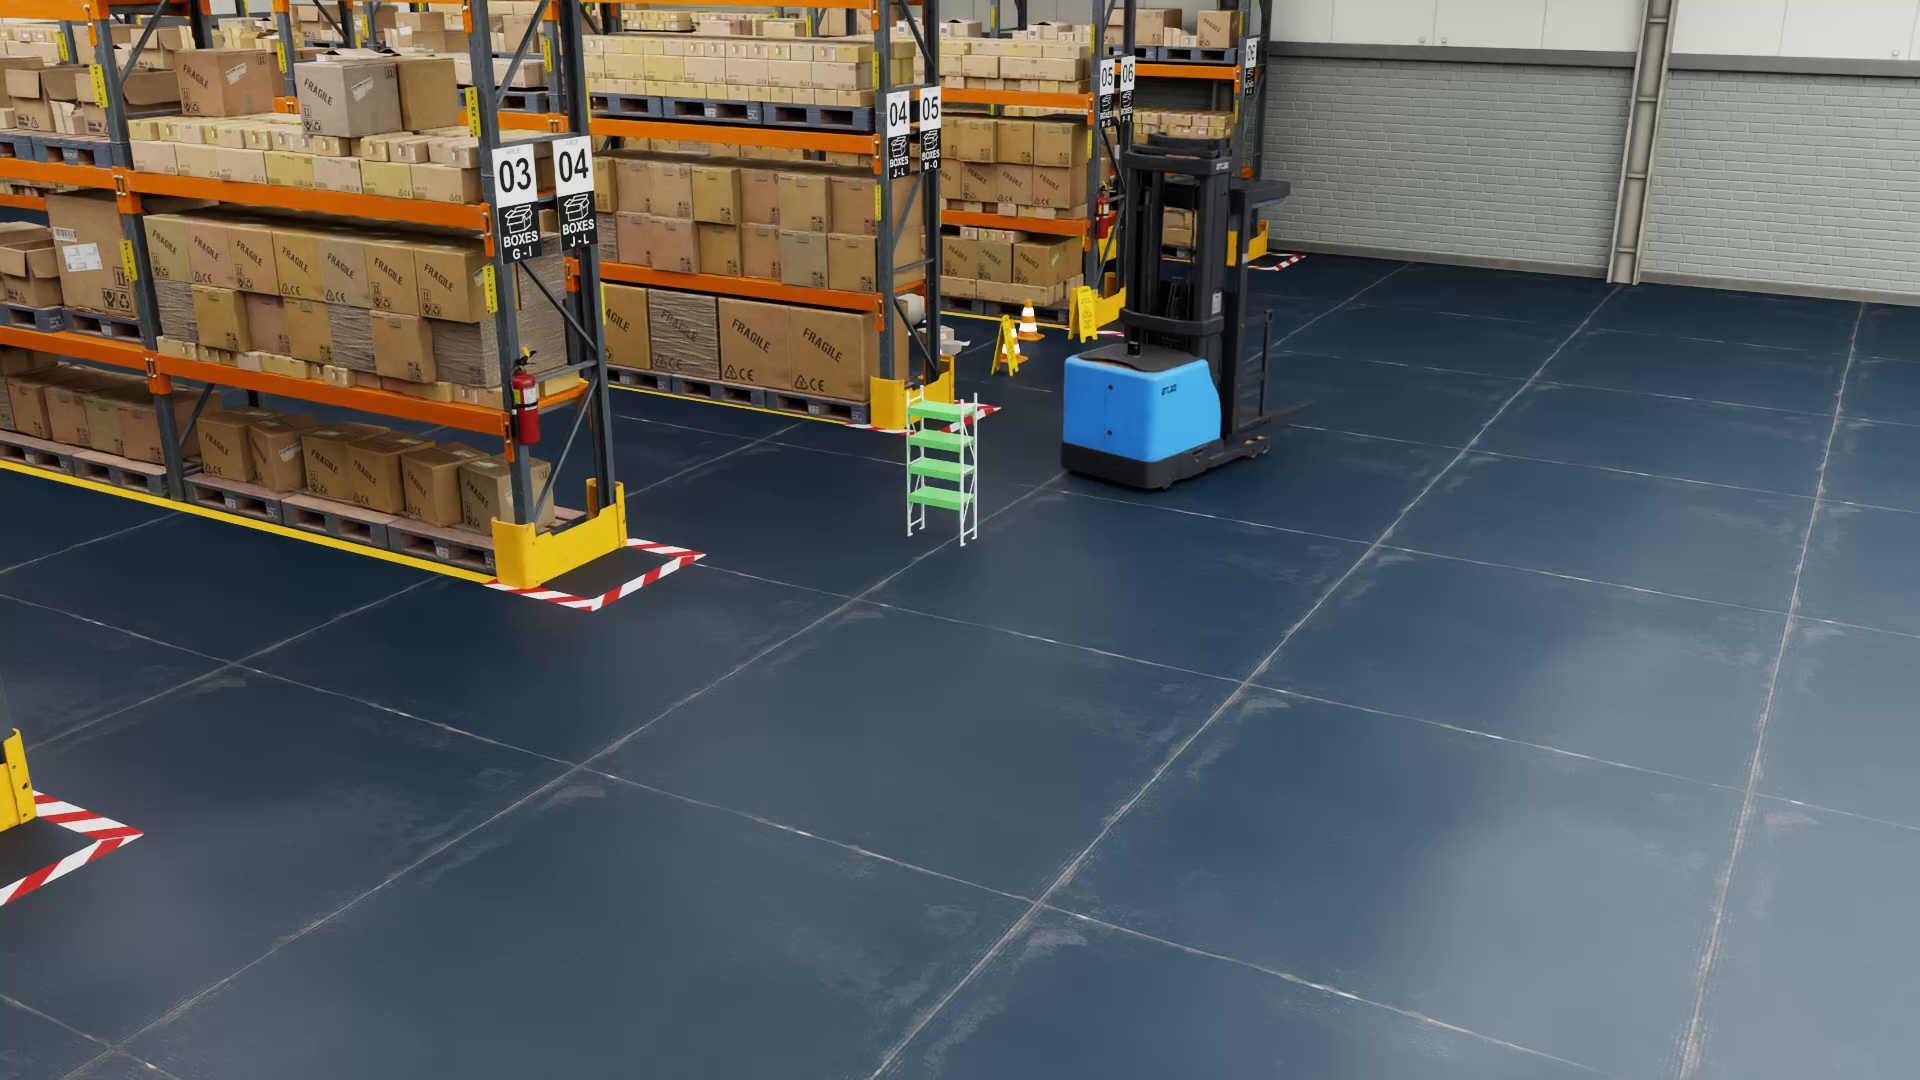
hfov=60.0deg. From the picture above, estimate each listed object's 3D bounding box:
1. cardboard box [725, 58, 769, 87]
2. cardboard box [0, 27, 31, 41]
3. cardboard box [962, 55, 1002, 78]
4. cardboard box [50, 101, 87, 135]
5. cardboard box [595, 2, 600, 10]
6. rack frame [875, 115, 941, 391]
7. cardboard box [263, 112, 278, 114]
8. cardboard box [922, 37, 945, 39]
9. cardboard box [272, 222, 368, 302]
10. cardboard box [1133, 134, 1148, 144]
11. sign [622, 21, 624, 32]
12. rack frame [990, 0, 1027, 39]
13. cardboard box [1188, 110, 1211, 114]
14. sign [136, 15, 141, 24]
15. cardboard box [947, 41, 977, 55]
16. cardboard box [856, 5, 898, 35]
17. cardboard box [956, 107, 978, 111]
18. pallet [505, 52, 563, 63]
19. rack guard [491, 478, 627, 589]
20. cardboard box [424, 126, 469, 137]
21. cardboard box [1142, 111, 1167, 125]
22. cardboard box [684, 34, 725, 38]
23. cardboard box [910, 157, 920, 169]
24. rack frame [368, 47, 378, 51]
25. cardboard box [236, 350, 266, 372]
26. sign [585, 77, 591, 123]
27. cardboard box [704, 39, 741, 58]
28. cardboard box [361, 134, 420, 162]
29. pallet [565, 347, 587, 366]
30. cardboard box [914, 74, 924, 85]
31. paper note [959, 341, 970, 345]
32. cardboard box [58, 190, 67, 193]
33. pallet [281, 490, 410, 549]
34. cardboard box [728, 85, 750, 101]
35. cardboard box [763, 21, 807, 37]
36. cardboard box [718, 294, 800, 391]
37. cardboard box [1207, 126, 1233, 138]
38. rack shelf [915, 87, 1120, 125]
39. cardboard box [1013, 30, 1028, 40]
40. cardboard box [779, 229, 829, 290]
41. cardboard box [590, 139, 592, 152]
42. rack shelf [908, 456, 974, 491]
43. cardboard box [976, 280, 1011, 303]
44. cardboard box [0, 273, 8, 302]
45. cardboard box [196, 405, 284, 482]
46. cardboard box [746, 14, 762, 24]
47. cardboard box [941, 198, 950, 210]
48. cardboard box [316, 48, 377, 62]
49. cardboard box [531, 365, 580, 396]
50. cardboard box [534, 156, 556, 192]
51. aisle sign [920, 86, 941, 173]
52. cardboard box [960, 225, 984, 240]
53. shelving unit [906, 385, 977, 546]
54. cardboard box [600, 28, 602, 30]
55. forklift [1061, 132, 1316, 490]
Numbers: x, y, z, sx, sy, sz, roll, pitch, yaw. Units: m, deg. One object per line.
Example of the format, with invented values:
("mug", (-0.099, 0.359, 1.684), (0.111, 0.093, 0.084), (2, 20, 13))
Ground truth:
("cardboard box", (-1.932, -4.574, 16.199), (0.500, 0.250, 0.500), (11, 22, 27))
("cardboard box", (-12.291, -6.584, 21.621), (0.250, 0.149, 0.380), (10, 22, 25))
("cardboard box", (0.360, -5.829, 20.420), (0.500, 0.250, 0.500), (12, 23, 29))
("cardboard box", (-7.363, -3.561, 13.967), (0.258, 0.266, 0.396), (12, 23, 29))
("cardboard box", (-6.134, -9.366, 28.951), (0.258, 0.266, 0.396), (11, 22, 27))
("rack frame", (-0.494, -2.685, 16.369), (0.127, 3.000, 1.000), (11, 23, 27))
("cardboard box", (-10.949, -7.022, 26.711), (0.500, 0.500, 0.500), (11, 22, 27))
("cardboard box", (-0.360, -6.351, 21.276), (0.250, 0.149, 0.380), (10, 22, 26))
("cardboard box", (-4.909, -2.151, 12.847), (0.500, 0.500, 0.500), (11, 23, 27))
("cardboard box", (2.796, -5.879, 25.026), (0.500, 0.500, 0.500), (10, 22, 26))
("sign", (-4.886, -7.320, 23.990), (0.005, 0.325, 0.100), (11, 23, 27))
("rack frame", (0.757, -9.139, 25.364), (0.127, 3.000, 1.000), (11, 23, 27))
("cardboard box", (3.611, -6.358, 24.961), (0.250, 0.149, 0.380), (11, 23, 28))
("sign", (-10.703, -6.685, 21.660), (0.005, 0.325, 0.100), (11, 23, 27))
("cardboard box", (0.038, -6.056, 20.461), (0.250, 0.149, 0.380), (11, 23, 29))
("cardboard box", (-1.333, -8.324, 26.605), (0.500, 0.500, 0.500), (11, 23, 29))
("cardboard box", (0.129, -6.895, 26.877), (0.250, 0.149, 0.380), (11, 23, 27))
("pallet", (-5.740, -6.919, 23.917), (1.003, 0.211, 1.213), (12, 23, 30))
("rack guard", (-3.067, -0.063, 12.805), (0.348, 0.500, 1.175), (11, 23, 27))
("cardboard box", (-3.791, -3.011, 12.503), (0.250, 0.149, 0.380), (12, 23, 29))
("cardboard box", (2.899, -6.284, 24.755), (0.250, 0.149, 0.380), (11, 23, 29))
("cardboard box", (-2.626, -5.127, 17.139), (0.250, 0.149, 0.380), (11, 23, 27))
("cardboard box", (-0.530, -4.708, 21.361), (0.500, 0.500, 0.500), (11, 22, 27))
("rack frame", (-8.644, -6.171, 25.979), (0.127, 3.000, 1.000), (11, 23, 27))
("cardboard box", (-5.587, -1.476, 13.403), (0.250, 0.149, 0.380), (11, 23, 27))
("sign", (-2.737, -3.208, 12.129), (0.005, 0.325, 0.100), (11, 23, 27))
("cardboard box", (-2.285, -4.805, 16.251), (0.250, 0.149, 0.380), (11, 23, 28))
("cardboard box", (-4.089, -2.831, 12.008), (0.250, 0.149, 0.380), (11, 23, 28))
("pallet", (-4.696, -2.145, 18.970), (1.213, 0.211, 1.003), (11, 23, 27))
("cardboard box", (-0.425, -5.767, 20.835), (0.250, 0.149, 0.380), (10, 22, 26))
("paper note", (0.036, -2.344, 19.783), (0.142, 0.019, 0.148), (3, 20, 9))
("cardboard box", (-11.612, -4.551, 21.880), (0.250, 0.149, 0.380), (10, 22, 26))
("pallet", (-4.820, -0.276, 13.816), (1.213, 0.211, 1.003), (11, 23, 27))
("cardboard box", (-2.058, -4.387, 16.268), (0.250, 0.149, 0.380), (11, 23, 28))
("cardboard box", (-2.228, -6.671, 21.830), (0.500, 0.250, 0.500), (11, 23, 29))
("cardboard box", (-1.887, -2.123, 17.318), (0.875, 0.875, 0.875), (10, 22, 26))
("cardboard box", (3.810, -5.980, 24.354), (0.250, 0.149, 0.380), (11, 23, 28))
("rack shelf", (0.086, -5.580, 21.006), (4.000, 0.370, 1.077), (11, 23, 27))
("cardboard box", (1.001, -7.690, 25.374), (0.250, 0.149, 0.380), (11, 23, 28))
("cardboard box", (-1.331, -2.889, 16.710), (0.550, 0.550, 0.875), (11, 23, 27))
("cardboard box", (-5.699, -5.675, 24.099), (0.500, 0.250, 0.500), (11, 23, 27))
("rack shelf", (-0.145, -0.532, 13.258), (0.480, 0.148, 0.258), (11, 23, 27))
("cardboard box", (0.547, -3.223, 21.268), (0.500, 0.250, 0.500), (11, 23, 27))
("cardboard box", (-8.634, -2.336, 15.009), (0.500, 0.250, 0.500), (10, 22, 26))
("cardboard box", (-6.163, -0.834, 14.317), (0.500, 0.500, 0.500), (10, 22, 26))
("cardboard box", (-3.357, -8.695, 27.738), (0.250, 0.149, 0.380), (10, 22, 25))
("cardboard box", (-0.196, -4.326, 21.260), (0.250, 0.149, 0.380), (11, 23, 27))
("cardboard box", (-6.953, -5.442, 18.939), (0.500, 0.311, 0.500), (11, 23, 27))
("cardboard box", (-3.134, -1.226, 12.714), (0.250, 0.149, 0.380), (11, 23, 27))
("cardboard box", (-3.296, -2.722, 12.291), (0.500, 0.250, 0.500), (12, 23, 29))
("aisle sign", (-0.286, -3.985, 16.139), (0.004, 0.787, 0.394), (11, 23, 27))
("cardboard box", (0.205, -3.922, 21.143), (0.250, 0.149, 0.380), (12, 23, 30))
("shelving unit", (-0.145, -0.592, 13.236), (0.503, 1.200, 0.258), (11, 23, 27))
("cardboard box", (-6.530, -9.298, 29.983), (0.500, 0.250, 0.500), (10, 22, 26))
("forklift", (2.270, -2.240, 15.241), (1.130, 2.935, 3.031), (17, 26, 39))
